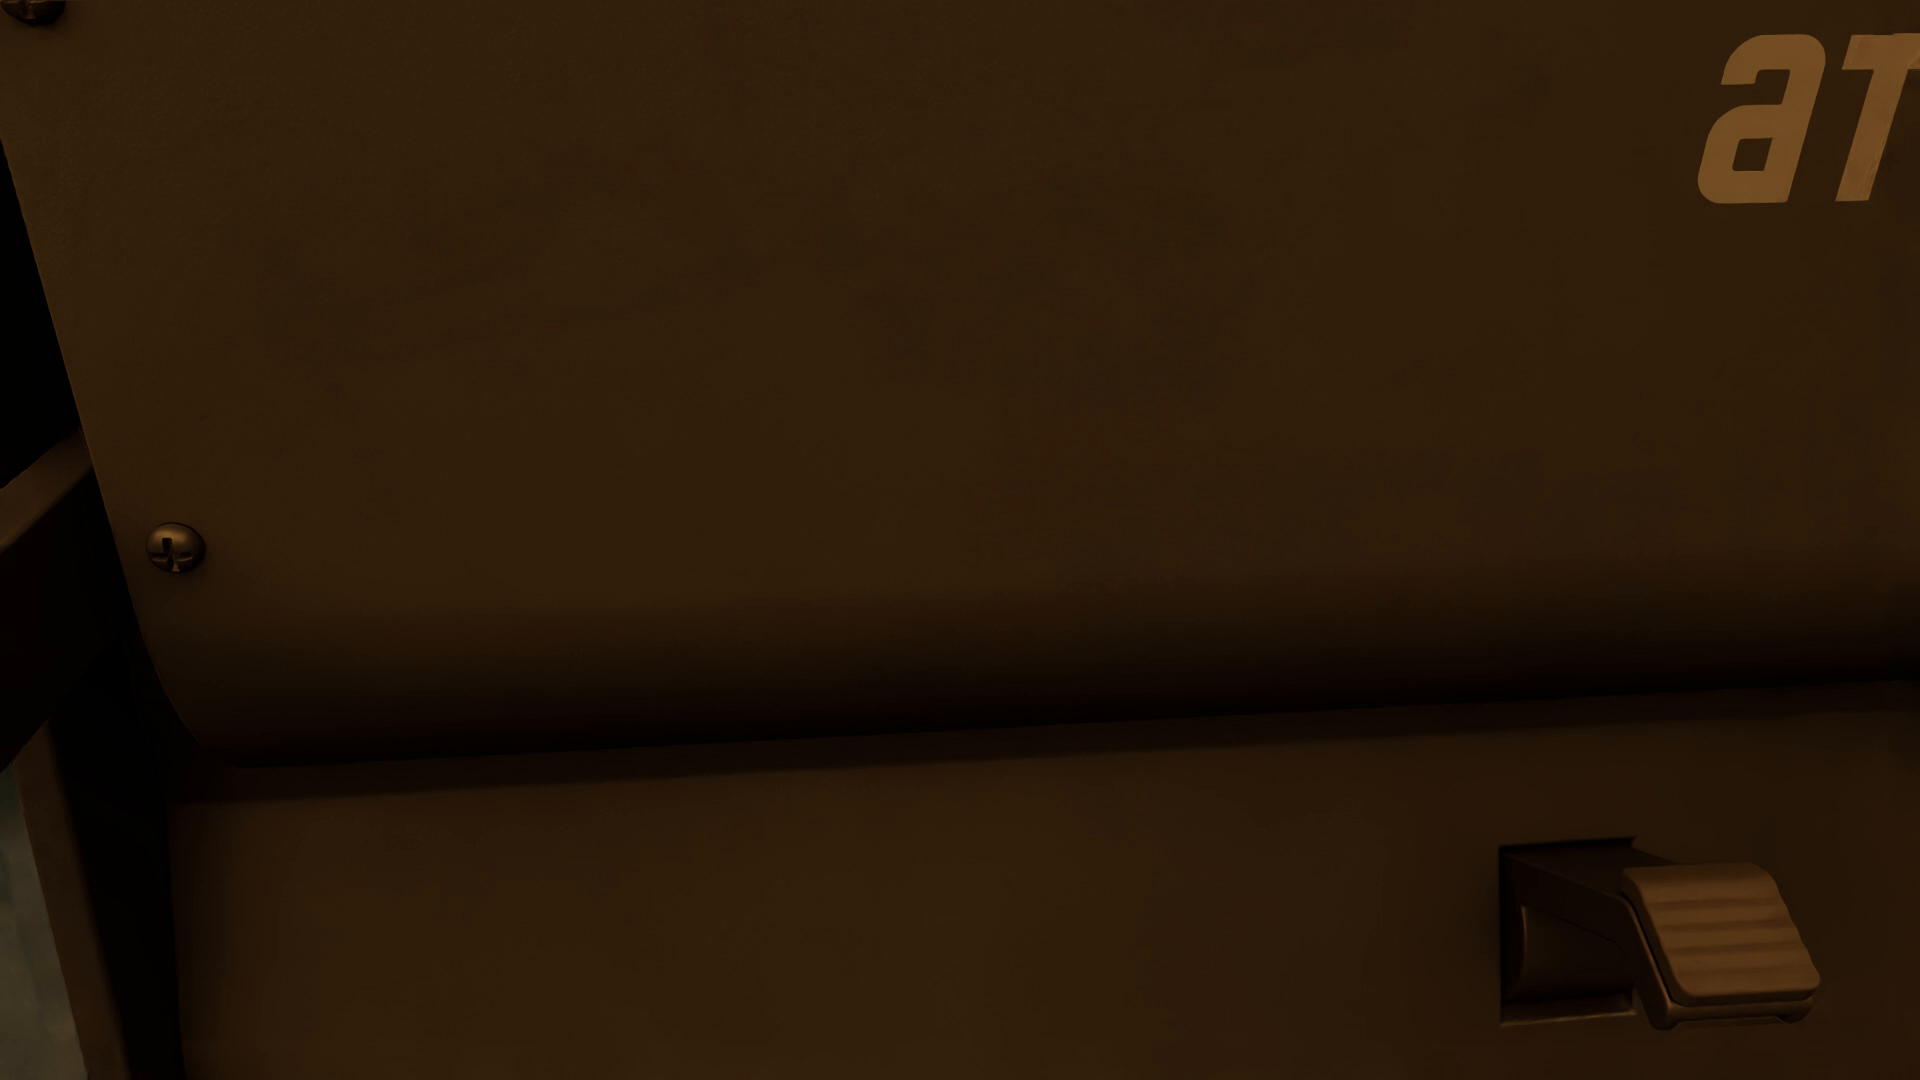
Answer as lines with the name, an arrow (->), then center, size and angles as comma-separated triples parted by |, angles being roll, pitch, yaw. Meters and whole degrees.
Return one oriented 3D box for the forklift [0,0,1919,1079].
forklift -> 0.169, -0.604, 0.245 | 1.130, 2.935, 3.031 | -2, 22, -6
